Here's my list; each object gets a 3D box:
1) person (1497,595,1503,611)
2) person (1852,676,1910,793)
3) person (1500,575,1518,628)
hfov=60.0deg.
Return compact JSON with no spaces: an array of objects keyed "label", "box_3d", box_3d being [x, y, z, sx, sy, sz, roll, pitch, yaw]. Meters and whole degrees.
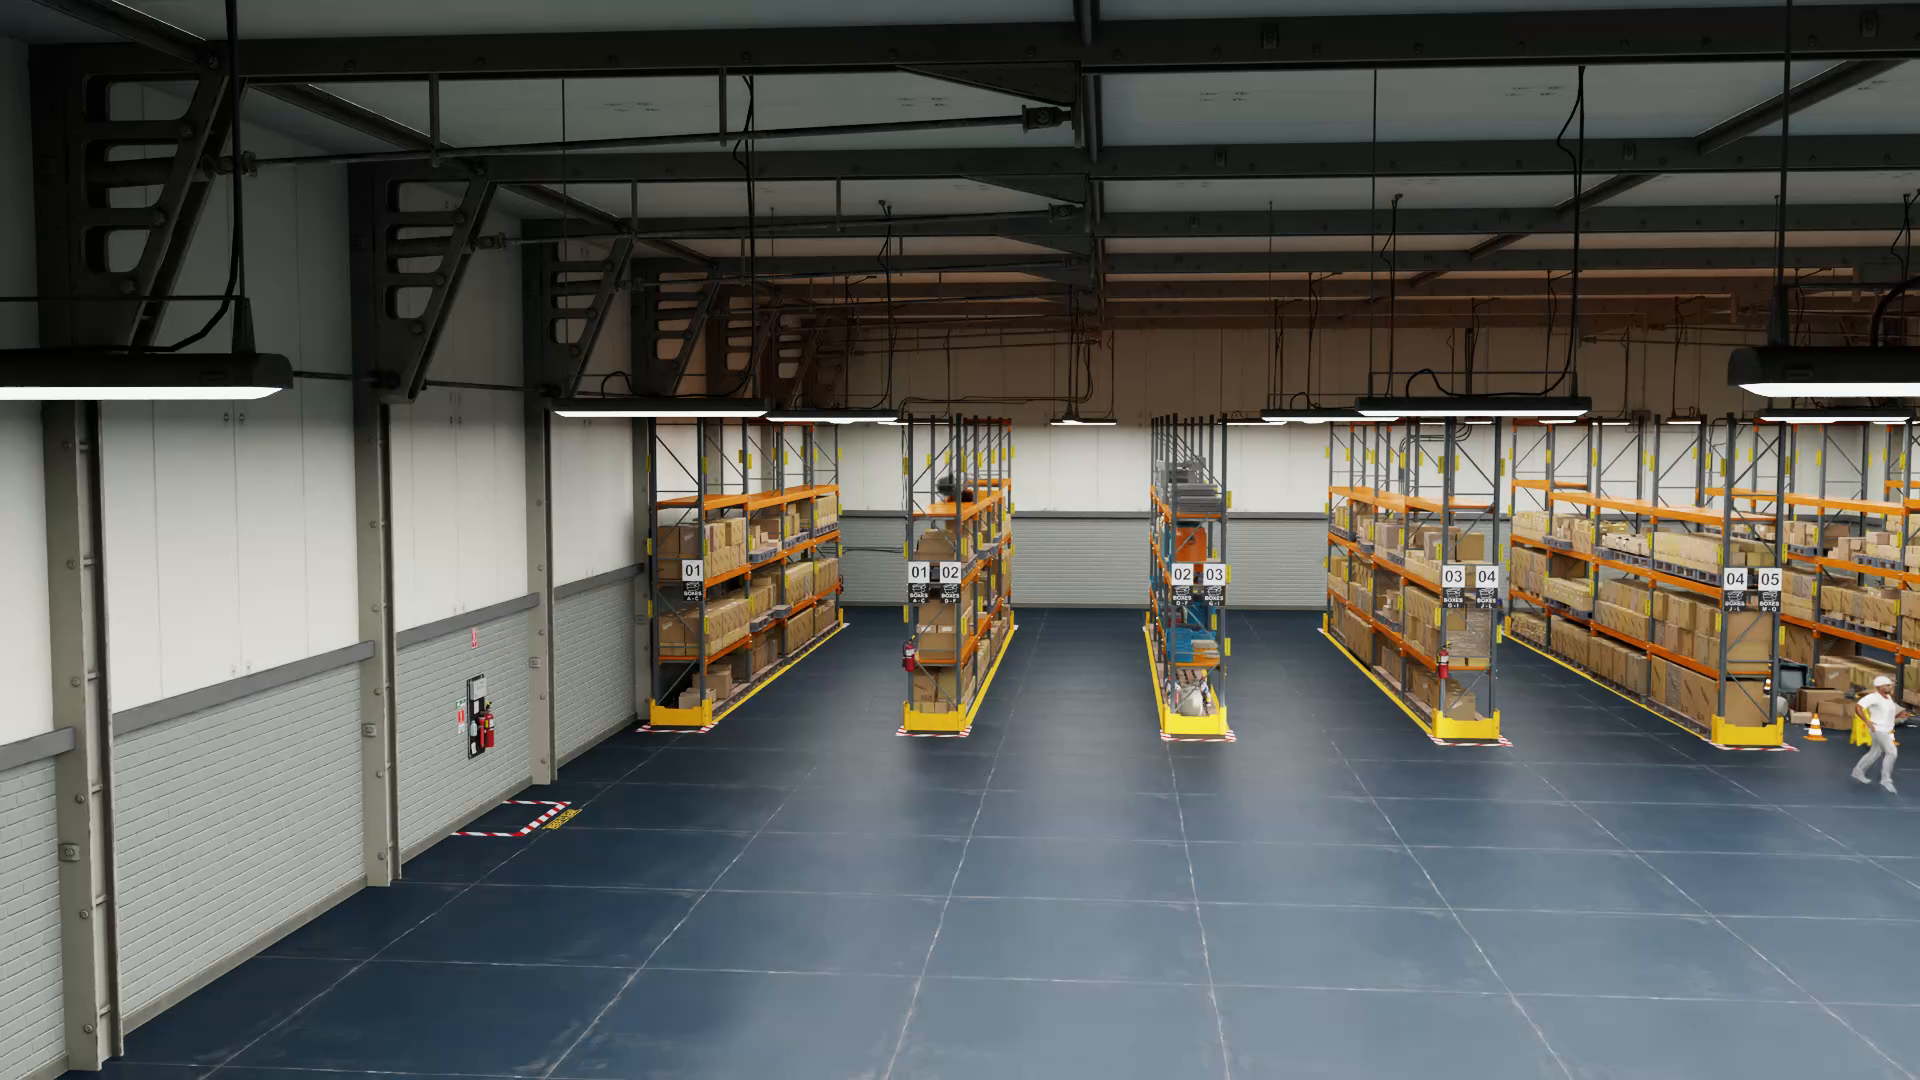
[{"label":"person","box_3d":[13.801,2.110,43.200,0.510,1.481,0.485,1,4,9]},{"label":"person","box_3d":[14.595,3.070,26.387,0.673,1.832,0.785,-4,5,-45]},{"label":"person","box_3d":[15.630,1.756,47.412,0.701,1.539,0.820,0,4,5]}]
